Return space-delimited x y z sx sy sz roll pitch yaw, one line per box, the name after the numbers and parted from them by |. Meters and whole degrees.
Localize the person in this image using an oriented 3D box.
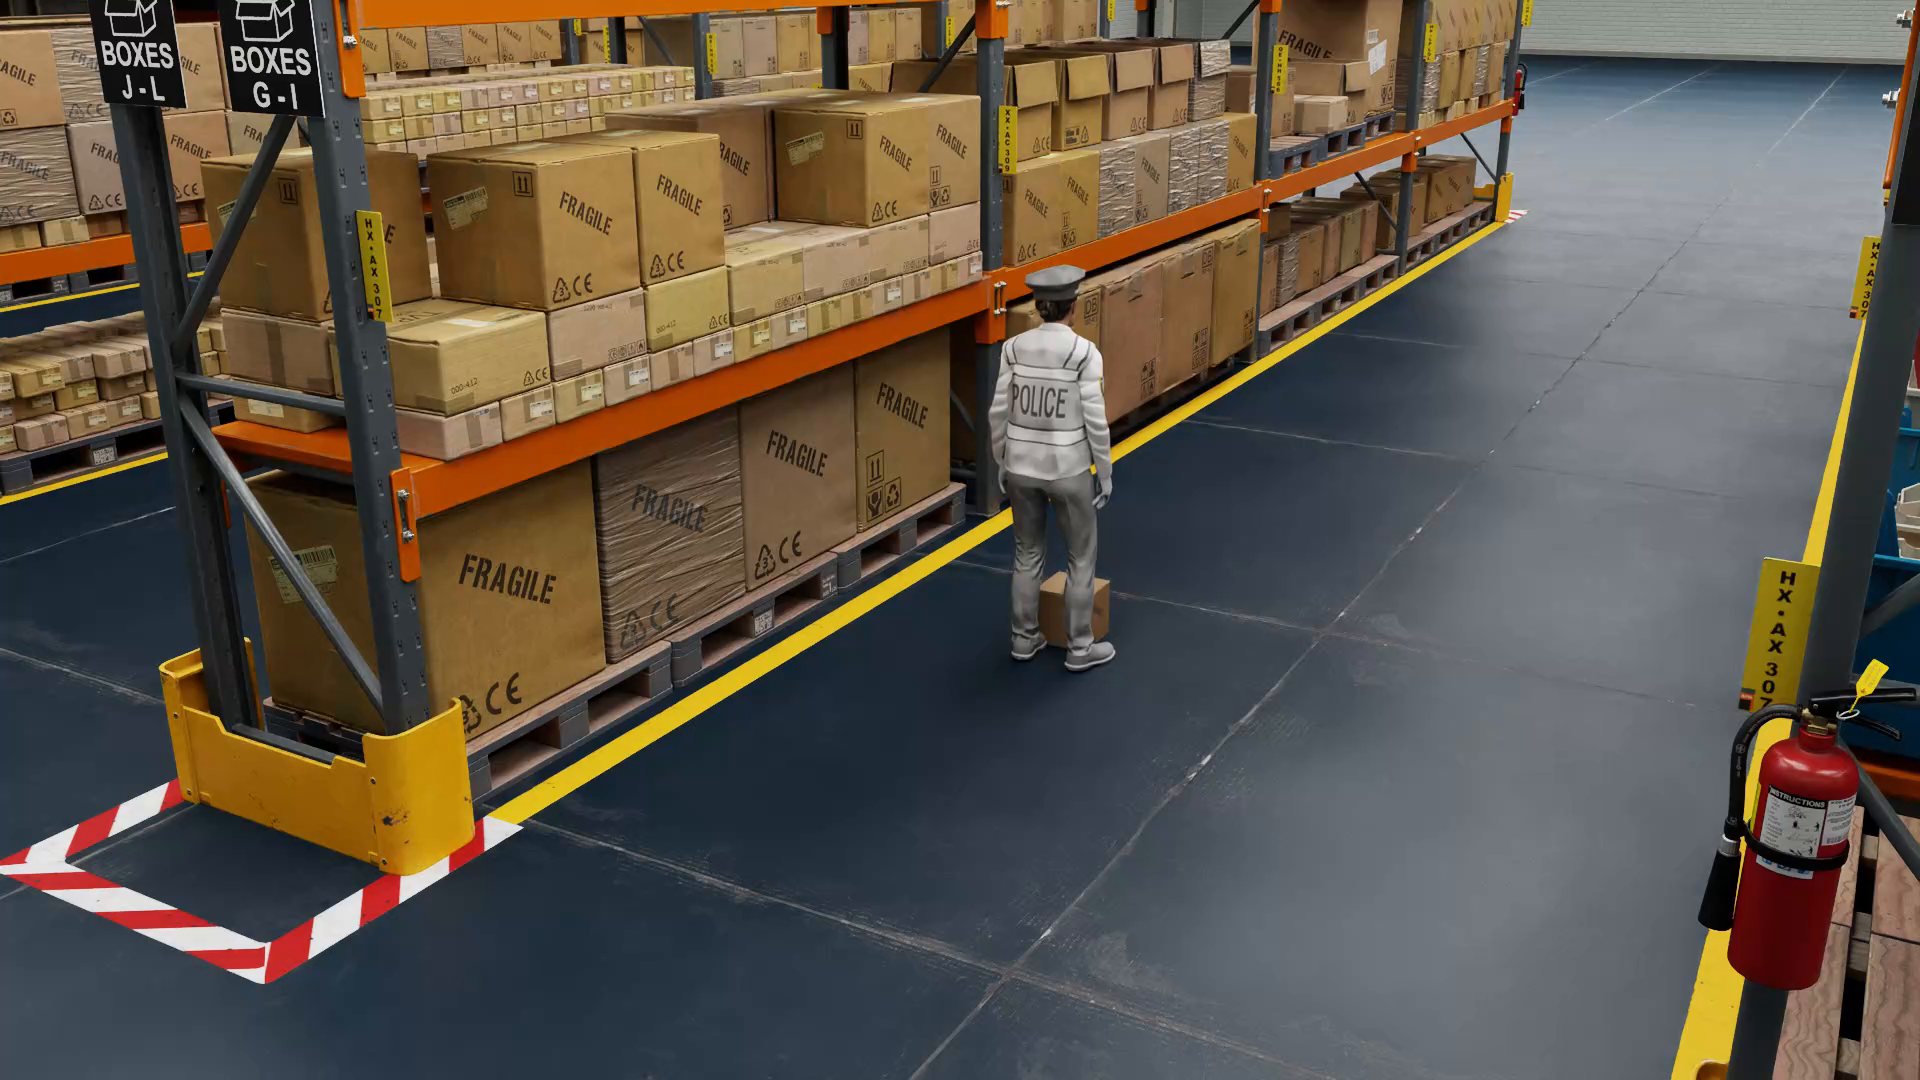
0.380 -0.280 6.852 0.521 1.662 0.373 10 22 25 | person
